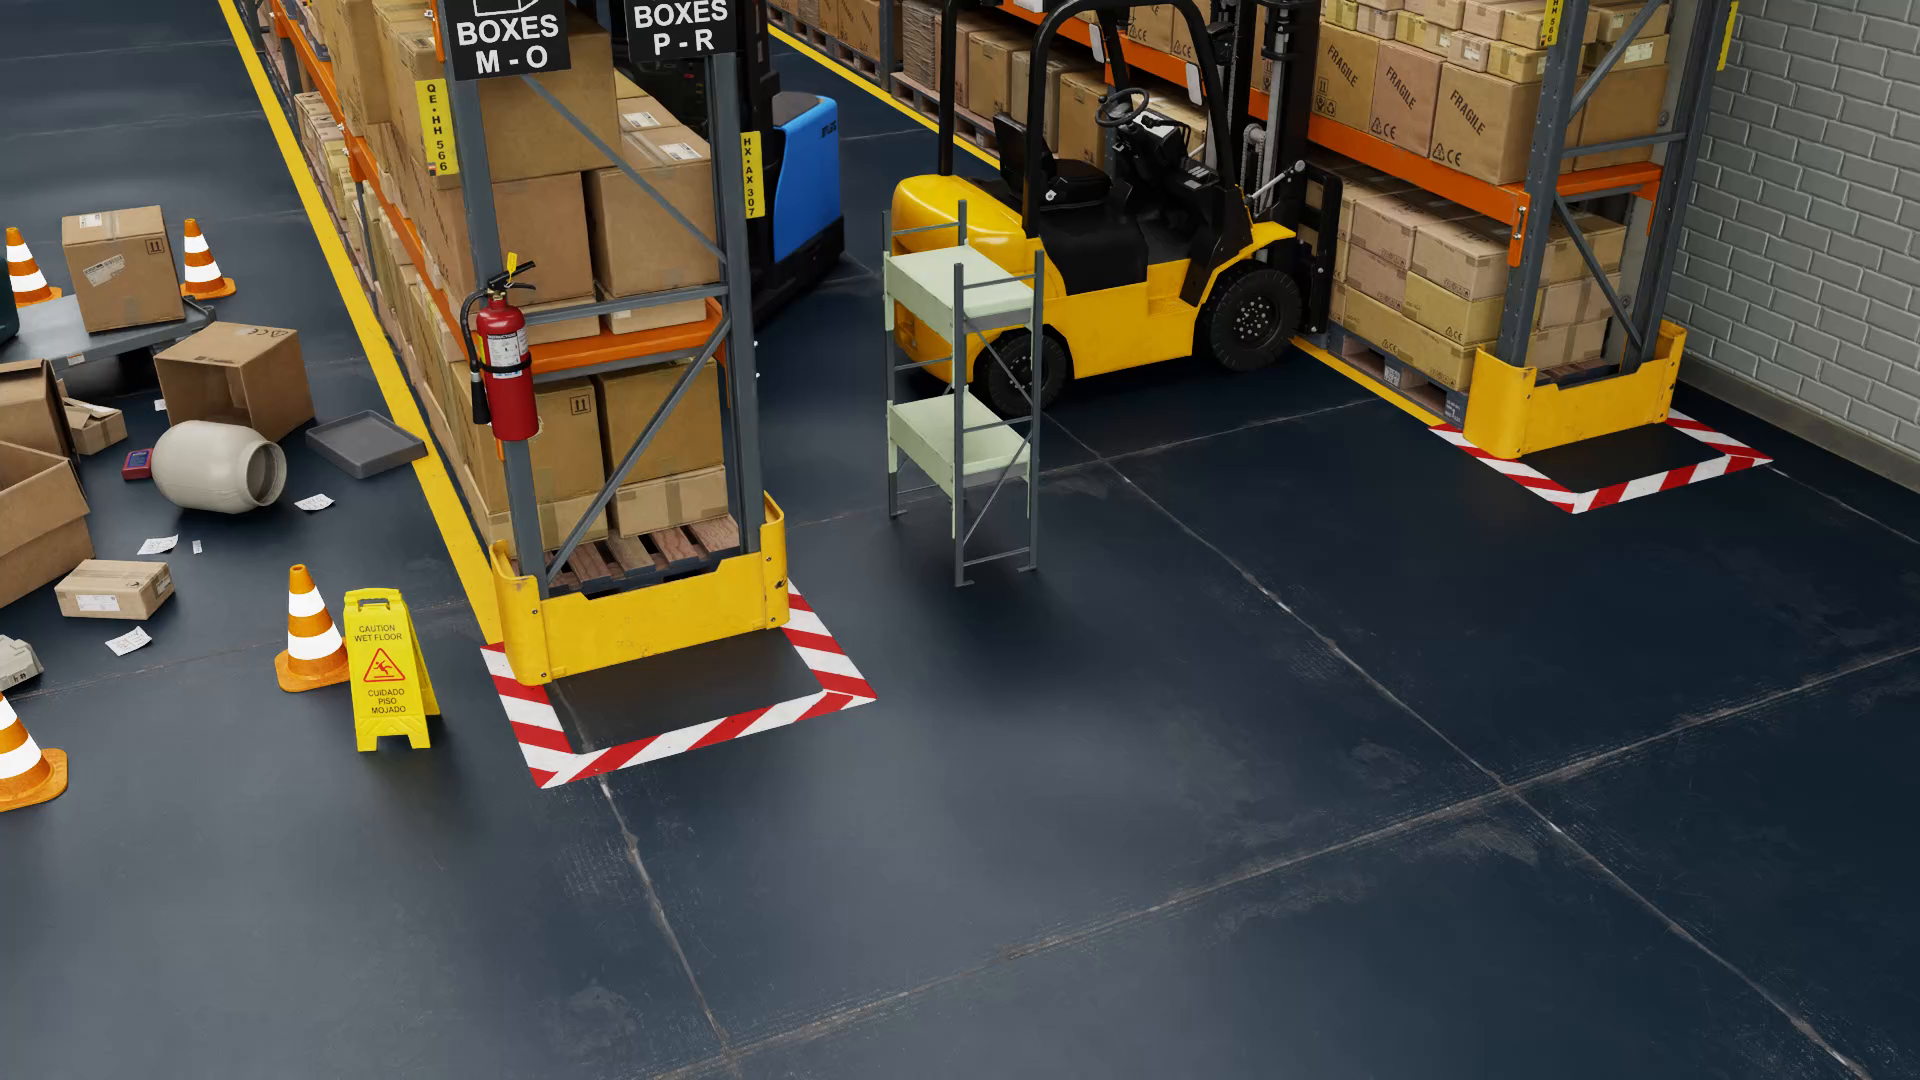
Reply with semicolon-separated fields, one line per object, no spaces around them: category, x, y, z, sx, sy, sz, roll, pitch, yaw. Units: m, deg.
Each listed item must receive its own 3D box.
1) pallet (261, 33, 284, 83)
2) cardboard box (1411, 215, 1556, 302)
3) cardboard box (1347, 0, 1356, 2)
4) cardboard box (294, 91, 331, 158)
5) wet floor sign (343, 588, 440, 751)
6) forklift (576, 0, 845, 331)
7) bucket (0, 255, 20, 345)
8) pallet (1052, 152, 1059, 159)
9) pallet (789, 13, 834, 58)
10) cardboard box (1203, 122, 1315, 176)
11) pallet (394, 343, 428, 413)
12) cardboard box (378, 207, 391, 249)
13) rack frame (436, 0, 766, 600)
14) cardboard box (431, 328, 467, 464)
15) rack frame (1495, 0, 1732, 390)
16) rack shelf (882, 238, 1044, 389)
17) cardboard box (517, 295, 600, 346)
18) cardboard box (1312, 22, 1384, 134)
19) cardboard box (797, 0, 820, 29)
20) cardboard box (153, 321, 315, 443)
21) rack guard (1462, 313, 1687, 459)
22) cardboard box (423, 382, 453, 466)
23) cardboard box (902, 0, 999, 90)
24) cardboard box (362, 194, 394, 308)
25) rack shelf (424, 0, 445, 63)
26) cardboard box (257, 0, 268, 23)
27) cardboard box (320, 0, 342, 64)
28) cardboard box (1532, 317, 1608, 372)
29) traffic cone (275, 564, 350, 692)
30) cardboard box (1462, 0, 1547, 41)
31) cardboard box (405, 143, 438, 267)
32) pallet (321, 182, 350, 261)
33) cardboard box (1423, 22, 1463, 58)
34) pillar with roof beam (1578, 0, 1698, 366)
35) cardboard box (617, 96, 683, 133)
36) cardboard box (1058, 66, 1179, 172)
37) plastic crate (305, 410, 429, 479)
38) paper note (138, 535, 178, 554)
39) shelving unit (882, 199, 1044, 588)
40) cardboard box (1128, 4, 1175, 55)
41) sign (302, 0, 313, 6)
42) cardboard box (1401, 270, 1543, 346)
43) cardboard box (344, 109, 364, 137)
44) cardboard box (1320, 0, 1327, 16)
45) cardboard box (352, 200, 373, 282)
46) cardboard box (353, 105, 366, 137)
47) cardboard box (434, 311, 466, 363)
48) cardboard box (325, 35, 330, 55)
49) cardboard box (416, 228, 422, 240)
pallet;-6.030;-4.634;15.798;1.003;0.211;1.213;-13;32;-22
cardboard box;2.724;-1.476;8.676;0.500;0.250;0.500;-12;31;-20
cardboard box;2.221;-3.031;9.020;0.380;0.149;0.250;-12;32;-21
cardboard box;-4.479;-3.194;12.636;0.950;0.372;0.625;-15;33;-25
wet floor sign;-2.163;0.461;6.268;0.267;0.644;0.232;-3;29;-5
forklift;-1.750;-2.569;9.334;1.130;2.935;3.031;10;31;17
bucket;-5.282;-1.217;8.646;0.726;0.611;0.620;-3;19;-5
pallet;1.135;-2.786;12.503;1.003;0.211;1.213;-13;32;-22
pallet;-1.037;-5.112;16.651;1.003;0.211;1.213;-13;32;-22
cardboard box;1.845;-2.380;10.288;0.500;0.250;0.500;-12;31;-20
pallet;-2.675;-1.136;9.560;1.003;0.211;1.213;-13;32;-22
cardboard box;-2.764;-1.624;8.531;0.380;0.149;0.250;-12;31;-20
rack frame;-1.278;-0.875;6.243;1.000;3.000;0.127;-13;32;-22
cardboard box;-2.085;-0.714;7.573;0.500;0.500;0.500;-12;31;-20
rack frame;3.203;-1.918;8.104;1.000;3.000;0.127;-13;32;-22
rack shelf;0.003;-0.992;7.187;0.431;0.370;0.720;-13;32;-22
cardboard box;-1.632;-0.885;6.519;0.380;0.149;0.250;-12;31;-20
cardboard box;2.320;-2.582;9.185;0.500;0.500;0.500;-14;32;-23
cardboard box;-1.279;-5.366;16.379;0.500;0.500;0.500;-14;32;-24
cardboard box;-3.764;-0.793;8.651;0.500;0.500;0.500;7;30;13
rack guard;3.214;-0.818;8.697;1.175;0.500;0.348;-13;32;-22
cardboard box;-2.313;-0.619;8.170;0.500;0.250;0.500;-14;32;-24
cardboard box;0.024;-4.321;14.388;0.875;0.625;0.625;-12;31;-20
cardboard box;-2.986;-1.635;9.214;0.500;0.500;0.500;-12;31;-20
rack shelf;-2.137;-2.753;7.261;1.077;0.370;4.000;-13;32;-22
cardboard box;-6.602;-5.541;16.755;0.875;0.438;0.875;-14;32;-23
cardboard box;-2.612;-2.553;7.808;0.700;0.500;0.500;-14;32;-23
cardboard box;3.169;-1.160;9.134;0.500;0.250;0.500;-13;32;-22
traffic cone;-2.628;0.313;6.719;0.336;0.463;0.334;-13;32;-22
cardboard box;2.725;-2.591;8.234;0.380;0.149;0.250;-13;32;-22
cardboard box;-1.971;-1.452;6.866;0.500;0.500;0.500;-13;32;-22
pallet;-3.859;-2.309;11.651;1.003;0.211;1.213;-13;32;-22
cardboard box;2.609;-2.573;8.507;0.380;0.149;0.250;-12;32;-21
pillar with roof beam;-0.170;-4.128;5.911;9.100;9.000;0.400;-13;32;-22
cardboard box;-1.456;-1.544;7.029;0.500;0.500;0.500;-12;31;-20
cardboard box;1.252;-3.061;12.140;0.875;0.625;0.625;-12;31;-20
plastic crate;-3.062;-0.502;8.564;0.583;0.080;0.402;26;38;38
paper note;-3.711;0.019;7.696;0.148;0.019;0.142;-3;29;-5
shelving unit;0.003;-0.651;7.378;0.431;1.500;0.755;-13;32;-22
cardboard box;1.441;-3.478;10.784;0.500;0.500;0.500;-14;32;-23
sign;-3.495;-3.028;8.900;0.100;0.325;0.005;-13;32;-22
cardboard box;2.712;-1.270;8.818;0.500;0.250;0.500;-14;32;-23
cardboard box;-3.150;-2.325;9.087;0.380;0.149;0.250;-13;32;-22
cardboard box;2.203;-3.030;9.321;0.380;0.149;0.250;-13;32;-22
cardboard box;-3.223;-1.910;10.346;0.950;0.372;0.625;-13;32;-21
cardboard box;-2.822;-2.345;8.459;0.500;0.500;0.500;-13;32;-22
cardboard box;-2.076;-0.916;7.268;0.380;0.149;0.250;-12;31;-21
cardboard box;-3.465;-2.884;9.655;0.380;0.149;0.250;-13;32;-21
cardboard box;-2.244;-1.436;7.500;0.380;0.149;0.250;-13;32;-22
